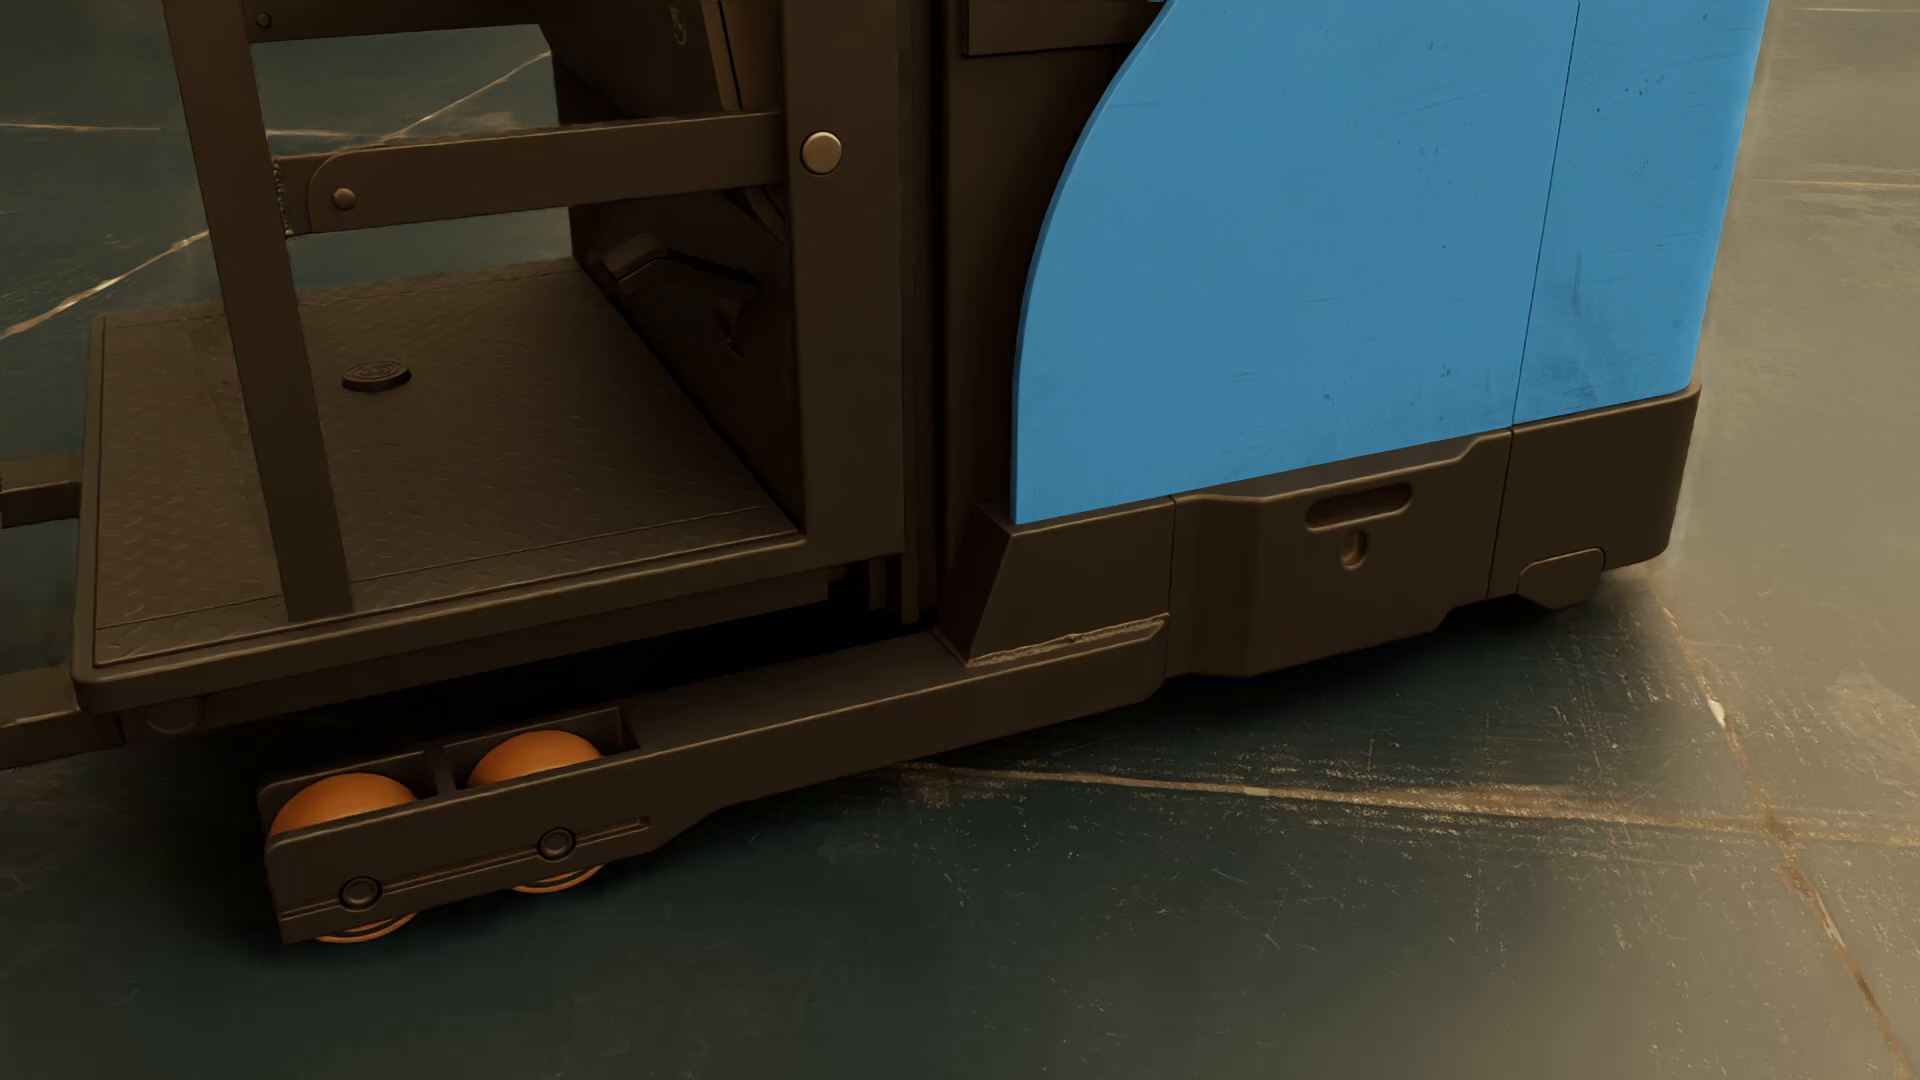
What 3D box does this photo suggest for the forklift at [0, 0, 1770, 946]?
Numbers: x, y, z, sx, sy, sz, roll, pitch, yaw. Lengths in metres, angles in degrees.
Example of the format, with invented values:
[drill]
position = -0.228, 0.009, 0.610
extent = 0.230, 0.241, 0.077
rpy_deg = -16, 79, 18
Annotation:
[forklift]
position = -0.562, -1.173, 1.568
extent = 3.031, 2.935, 1.130
rpy_deg = -11, 29, -22
